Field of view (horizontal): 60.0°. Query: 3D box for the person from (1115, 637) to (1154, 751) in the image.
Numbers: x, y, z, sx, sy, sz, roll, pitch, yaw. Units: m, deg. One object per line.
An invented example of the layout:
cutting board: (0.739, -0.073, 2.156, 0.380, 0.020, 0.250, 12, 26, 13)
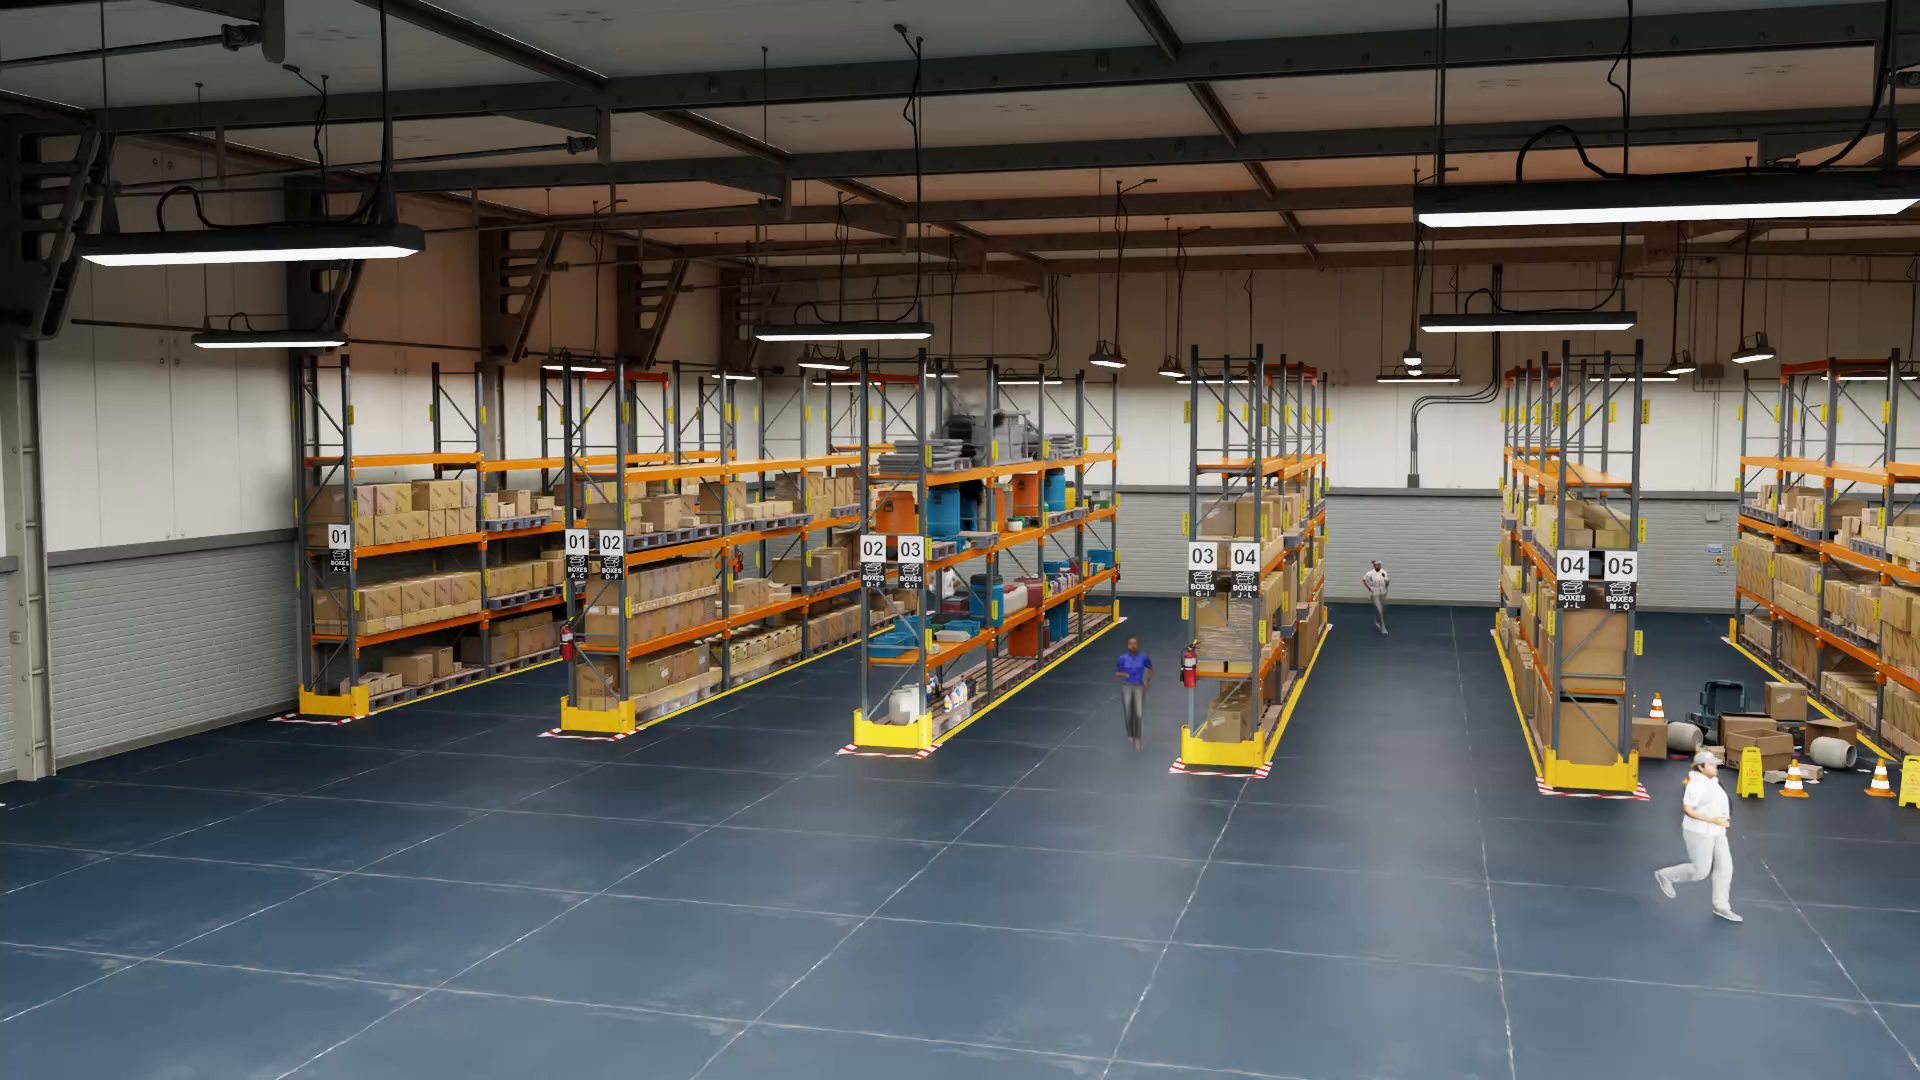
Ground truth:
person: (2.583, 2.282, 24.698, 0.554, 1.691, 0.668, 1, 4, 10)

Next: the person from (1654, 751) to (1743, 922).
person: (7.454, 2.937, 16.649, 0.607, 1.659, 0.797, -4, 6, -40)

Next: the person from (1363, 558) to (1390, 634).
person: (9.651, 1.276, 38.457, 0.590, 1.725, 0.833, -1, 4, -9)

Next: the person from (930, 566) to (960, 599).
person: (-0.346, 1.276, 37.821, 0.705, 1.828, 0.875, 0, 4, 4)
